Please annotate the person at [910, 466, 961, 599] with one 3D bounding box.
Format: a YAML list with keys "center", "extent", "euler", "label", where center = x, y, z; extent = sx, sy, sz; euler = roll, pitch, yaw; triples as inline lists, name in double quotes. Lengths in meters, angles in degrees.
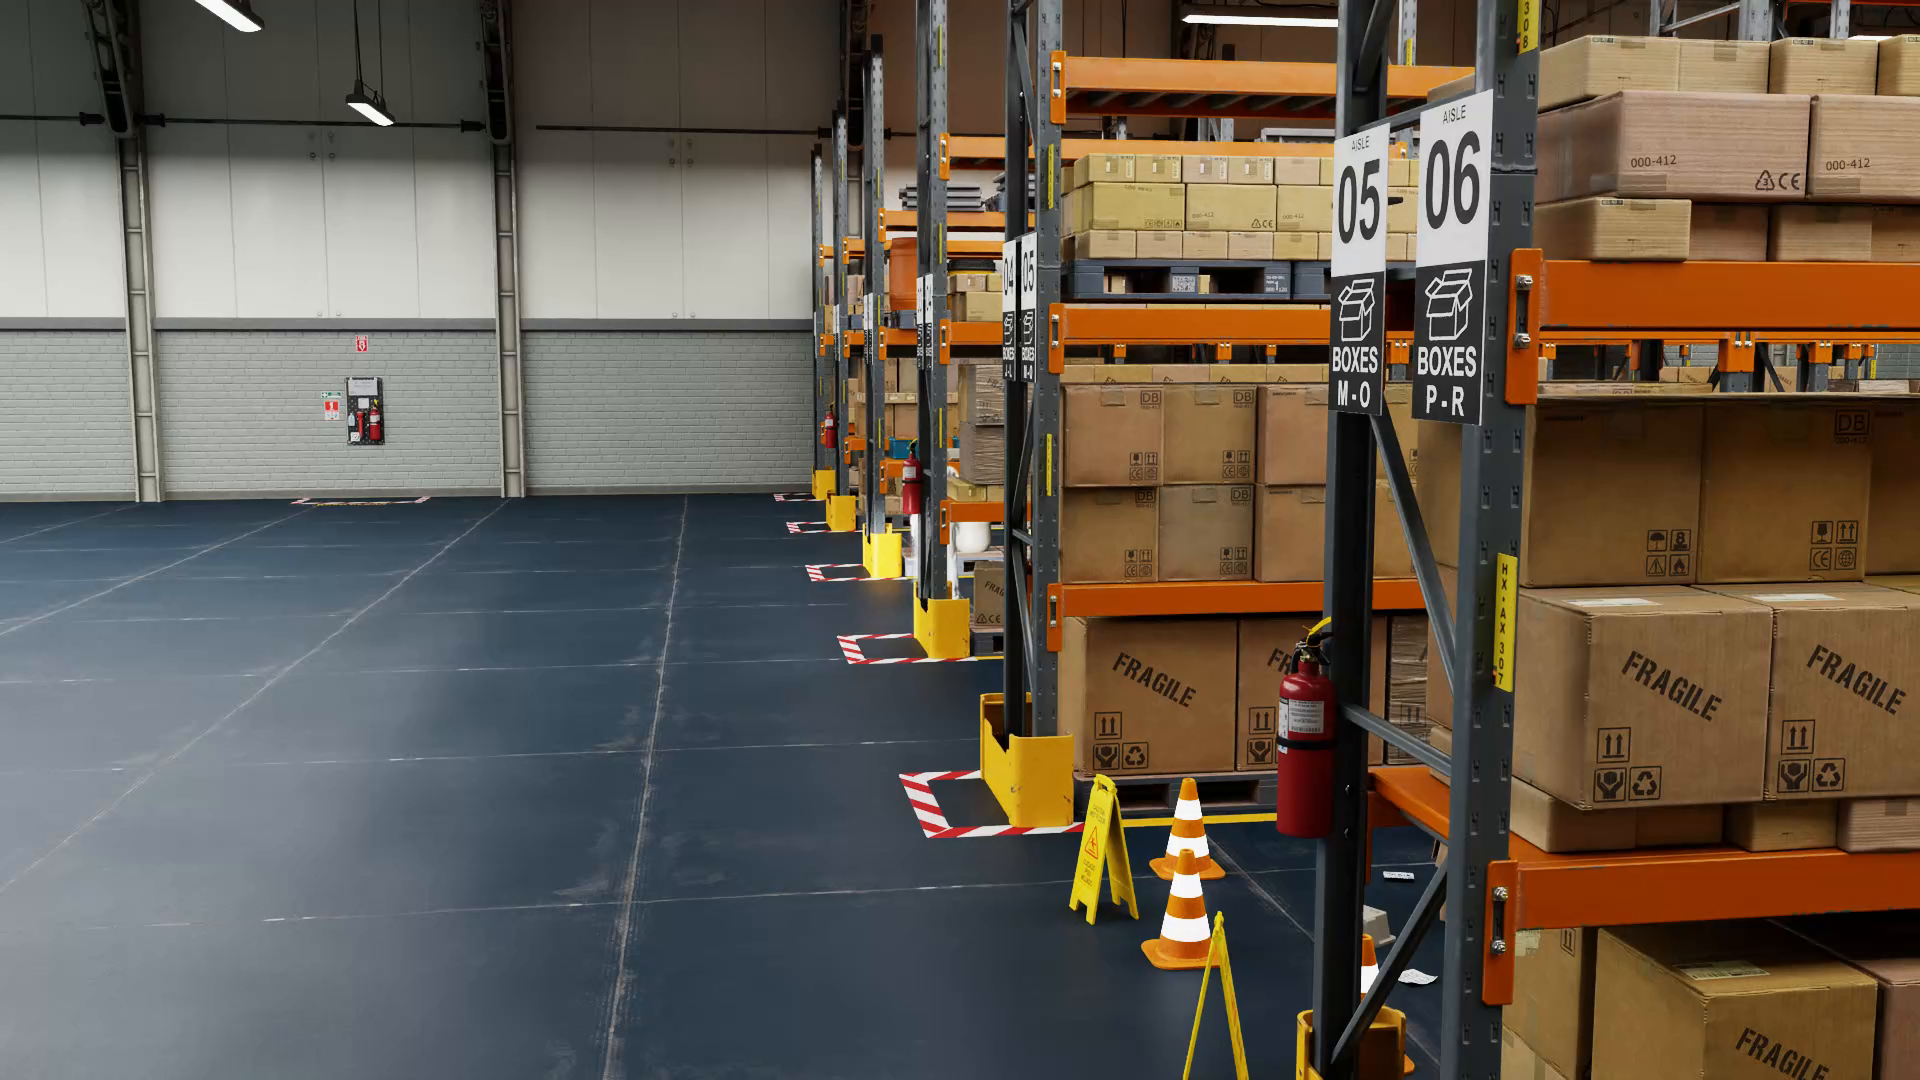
- center: [-0.237, -0.164, 16.745]
  extent: [0.542, 1.662, 0.415]
  euler: [-1, 7, -12]
  label: "person"
